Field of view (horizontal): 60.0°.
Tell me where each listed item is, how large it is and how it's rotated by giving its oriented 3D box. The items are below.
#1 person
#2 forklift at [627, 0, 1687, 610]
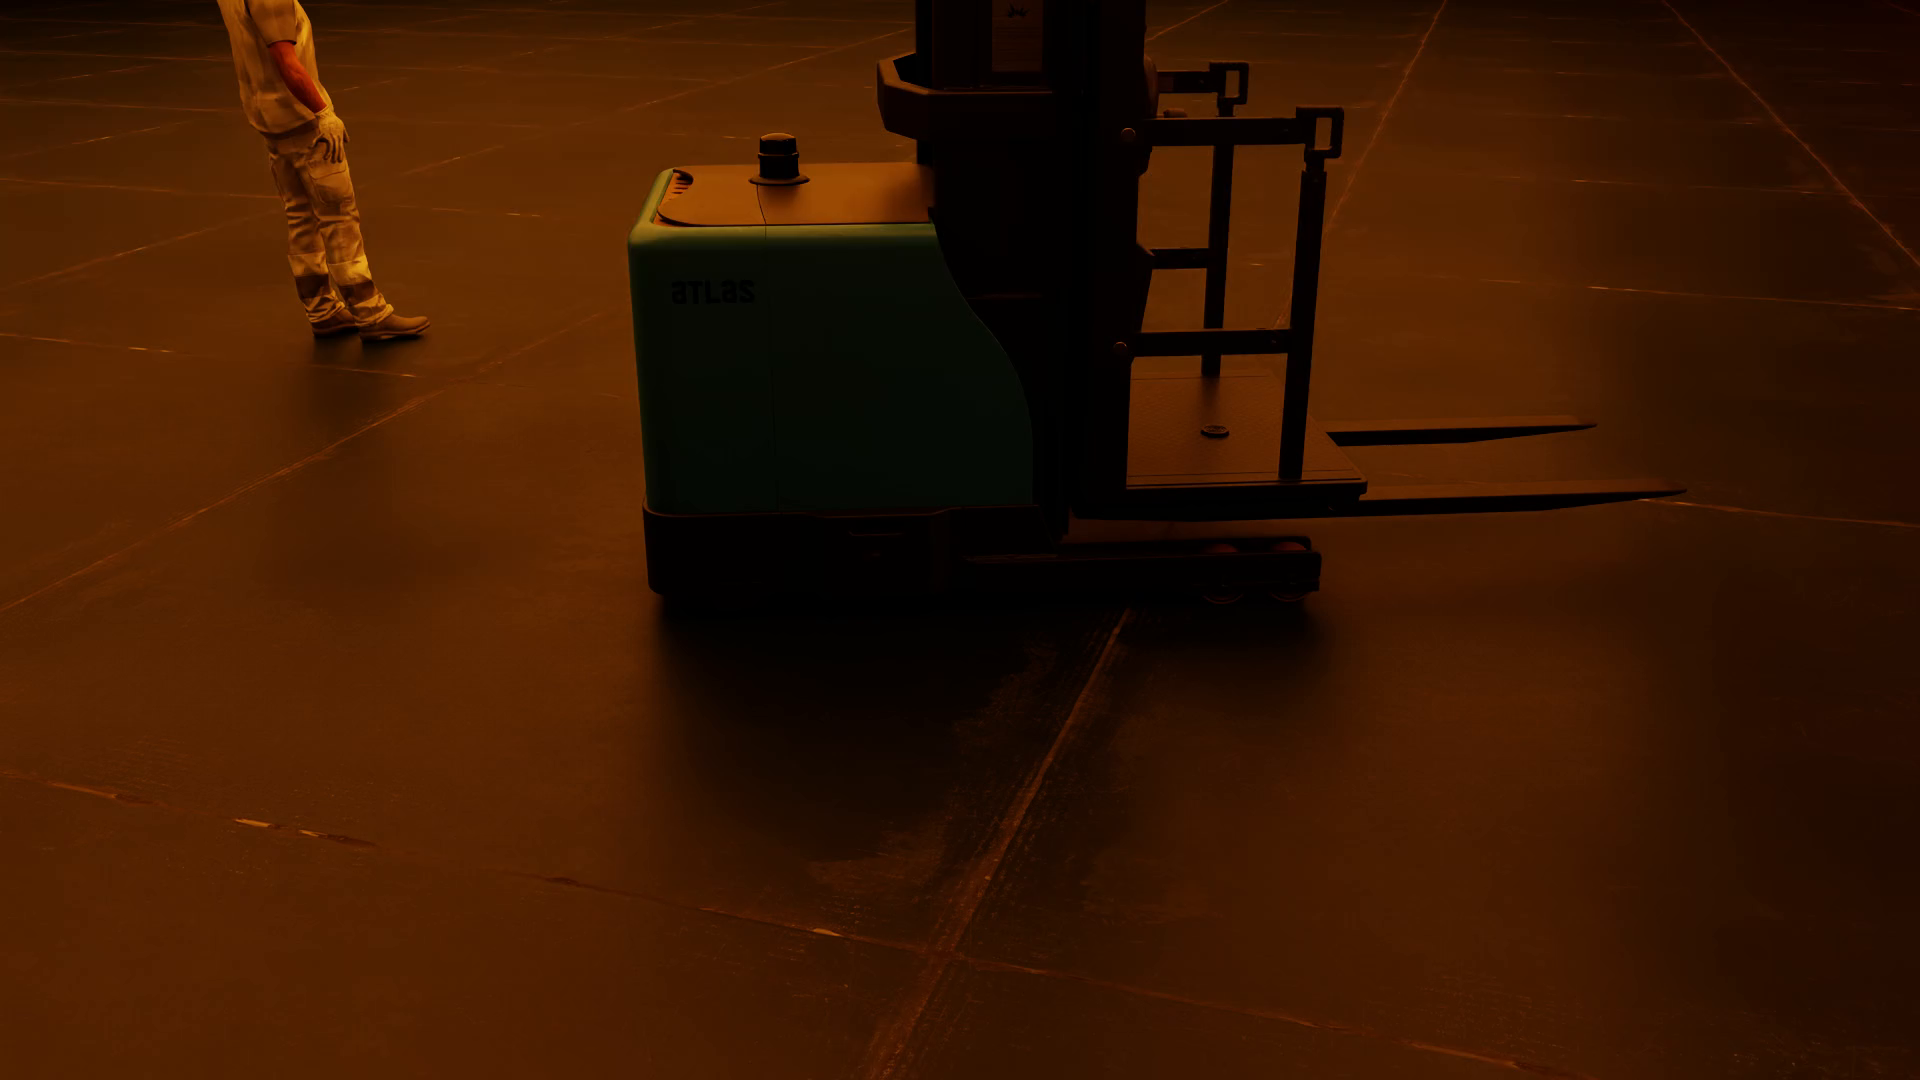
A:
[{"bbox_3d":[-2.714,-1.752,7.002,0.563,1.789,0.638,-18,28,-37],"label":"person"},{"bbox_3d":[0.606,-1.374,4.608,3.031,2.935,1.130,-2,23,-4],"label":"forklift"}]
